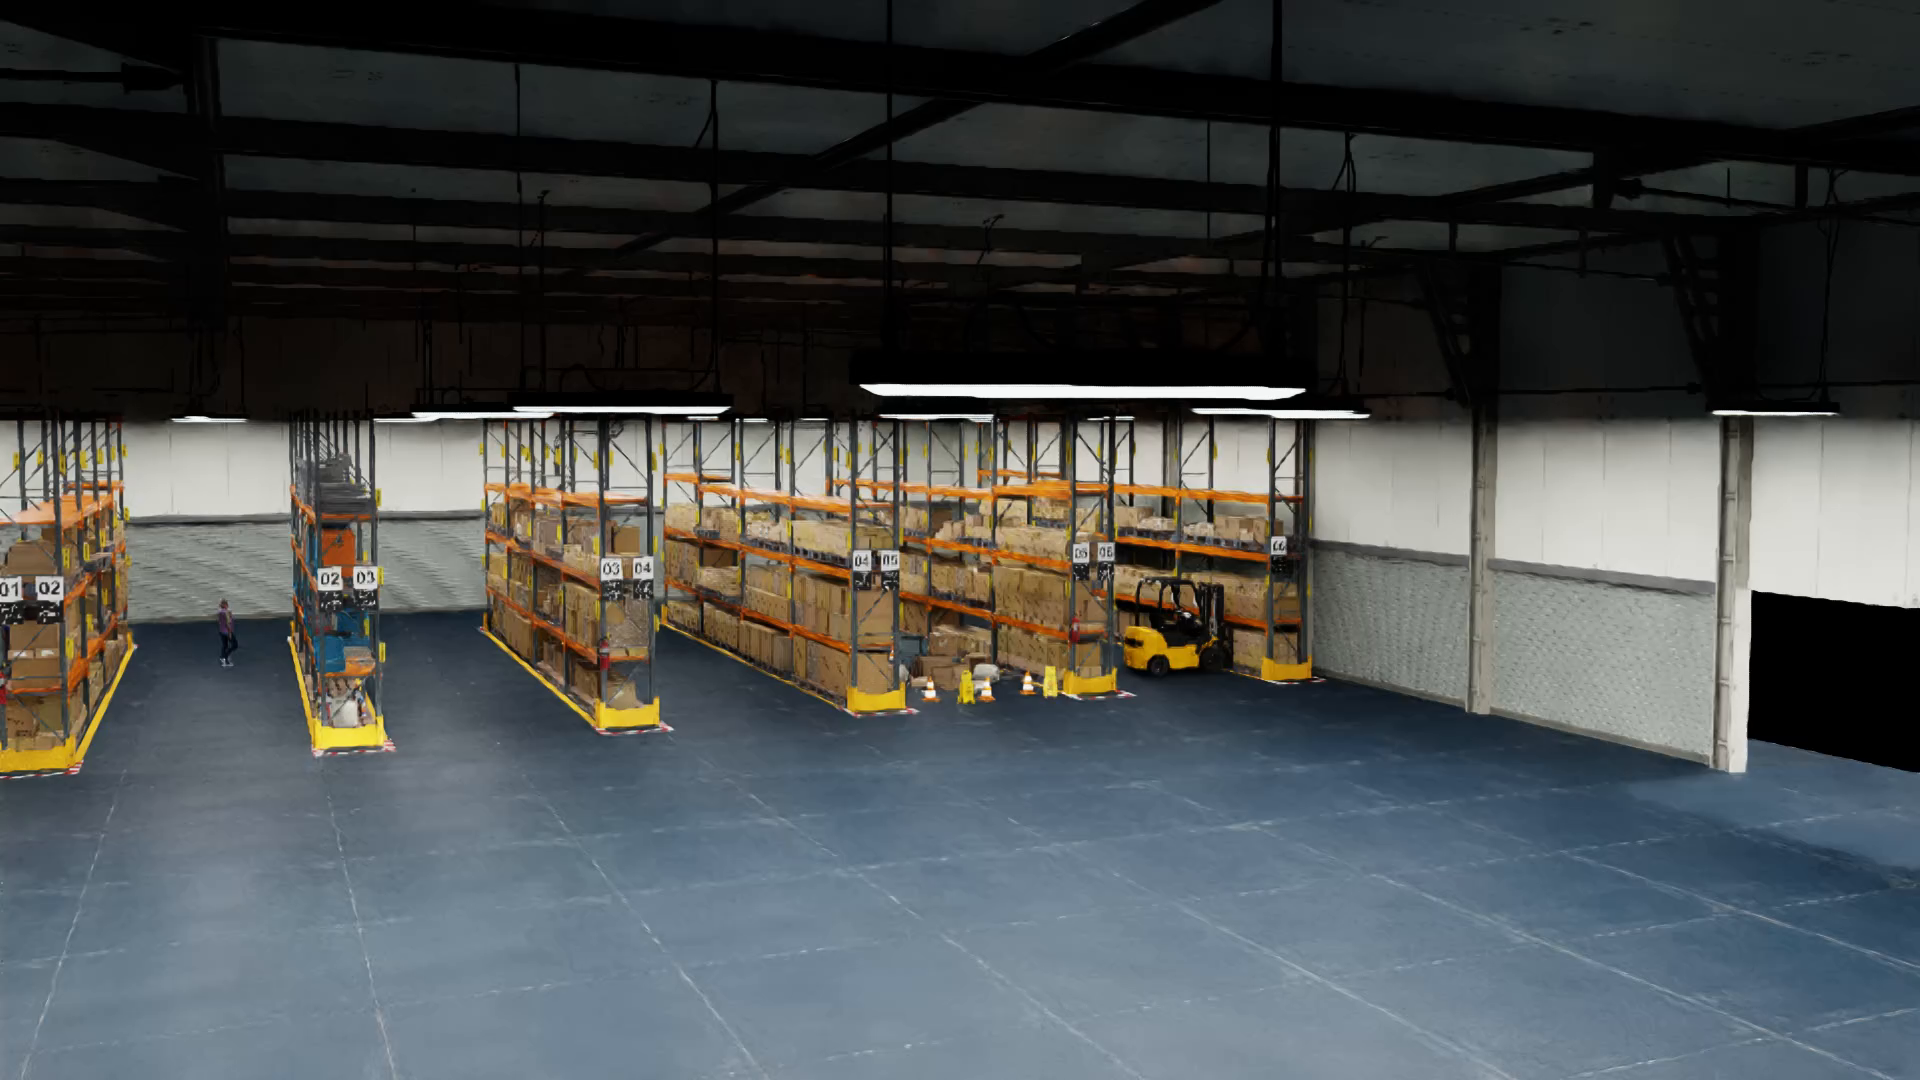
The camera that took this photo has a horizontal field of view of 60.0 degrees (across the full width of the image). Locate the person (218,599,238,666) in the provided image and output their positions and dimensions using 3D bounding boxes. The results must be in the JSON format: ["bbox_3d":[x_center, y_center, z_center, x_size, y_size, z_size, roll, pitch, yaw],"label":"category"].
[{"bbox_3d":[-17.271,2.187,39.104,0.458,1.594,0.407,3,5,39],"label":"person"}]

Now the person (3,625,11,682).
[{"bbox_3d":[-21.110,2.297,36.963,0.465,1.662,0.498,0,4,7],"label":"person"}]
